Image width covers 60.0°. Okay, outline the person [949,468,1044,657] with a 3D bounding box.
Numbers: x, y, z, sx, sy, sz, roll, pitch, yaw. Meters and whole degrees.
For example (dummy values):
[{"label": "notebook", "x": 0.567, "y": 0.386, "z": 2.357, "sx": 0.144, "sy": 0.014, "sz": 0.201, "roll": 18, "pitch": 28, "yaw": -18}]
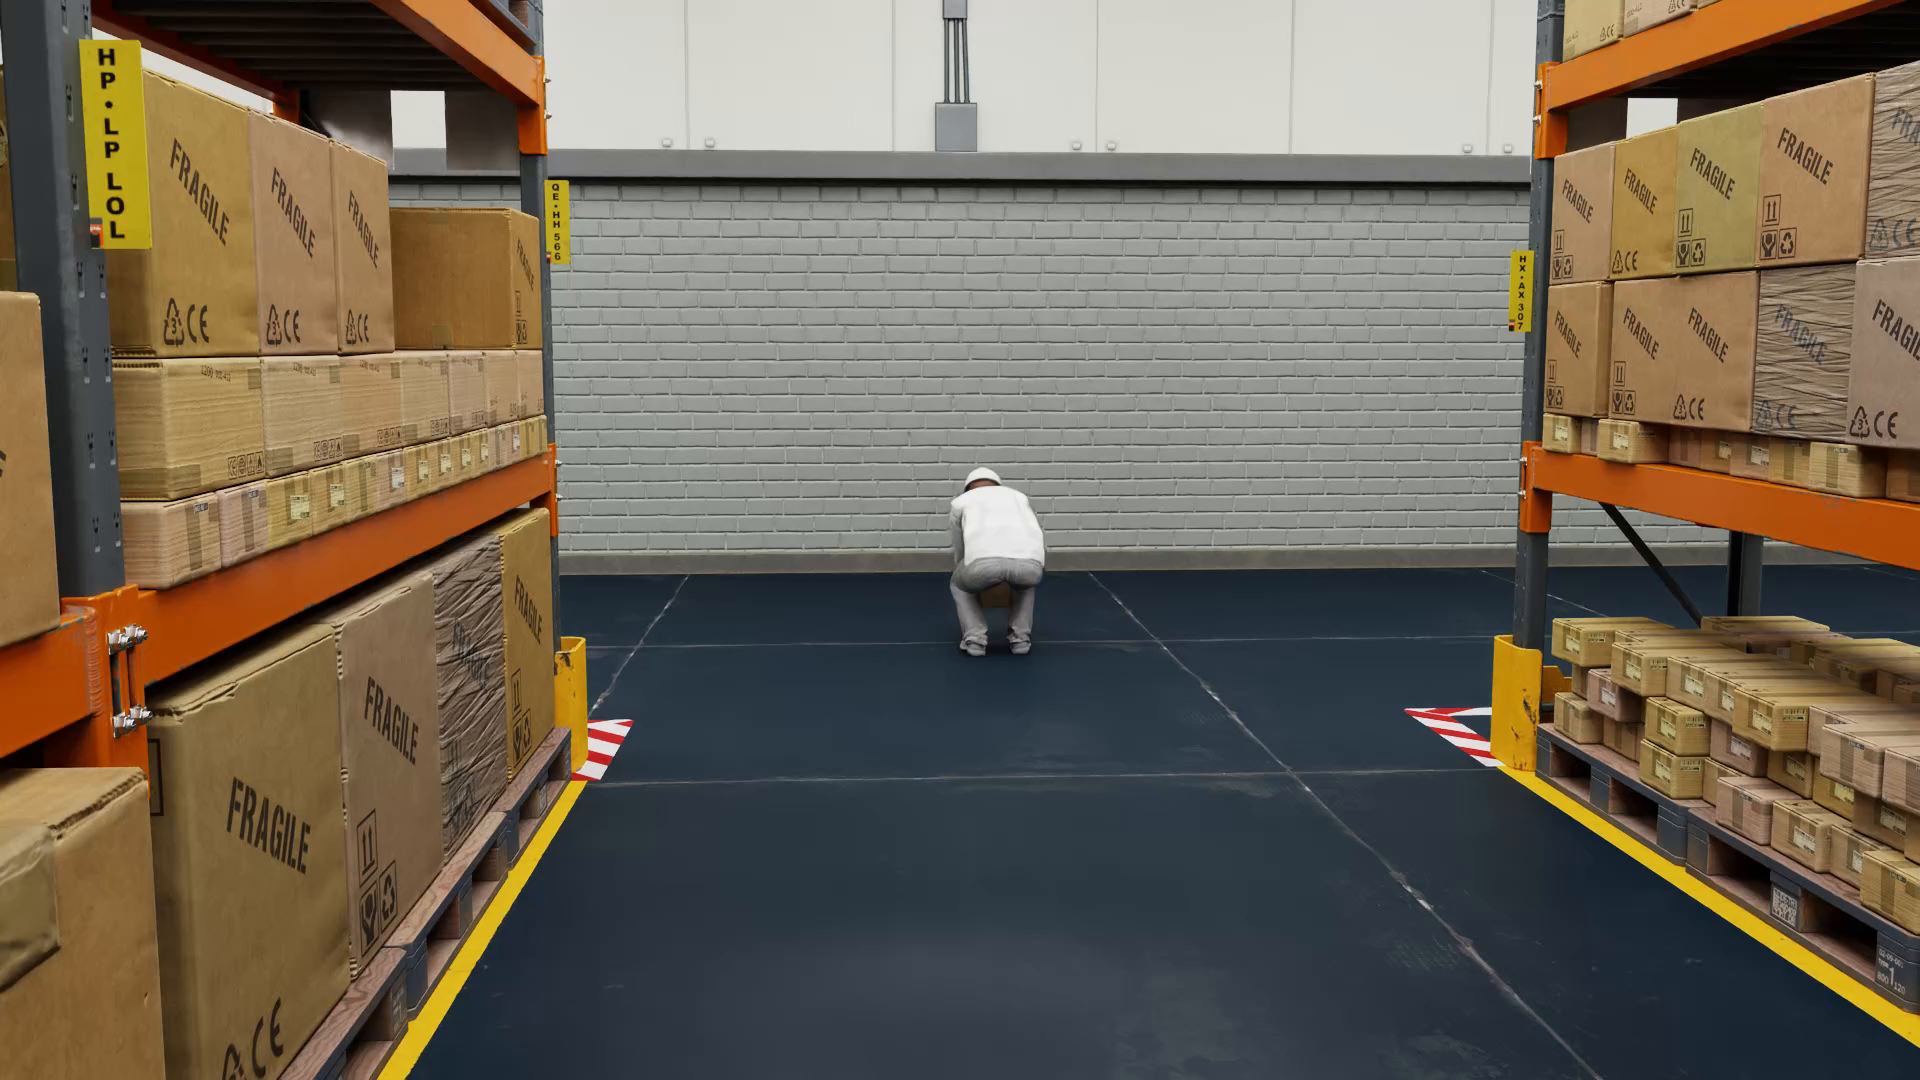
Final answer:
[{"label": "person", "x": 0.197, "y": 0.121, "z": 9.415, "sx": 0.500, "sy": 1.002, "sz": 0.921, "roll": -1, "pitch": 7, "yaw": -5}]
